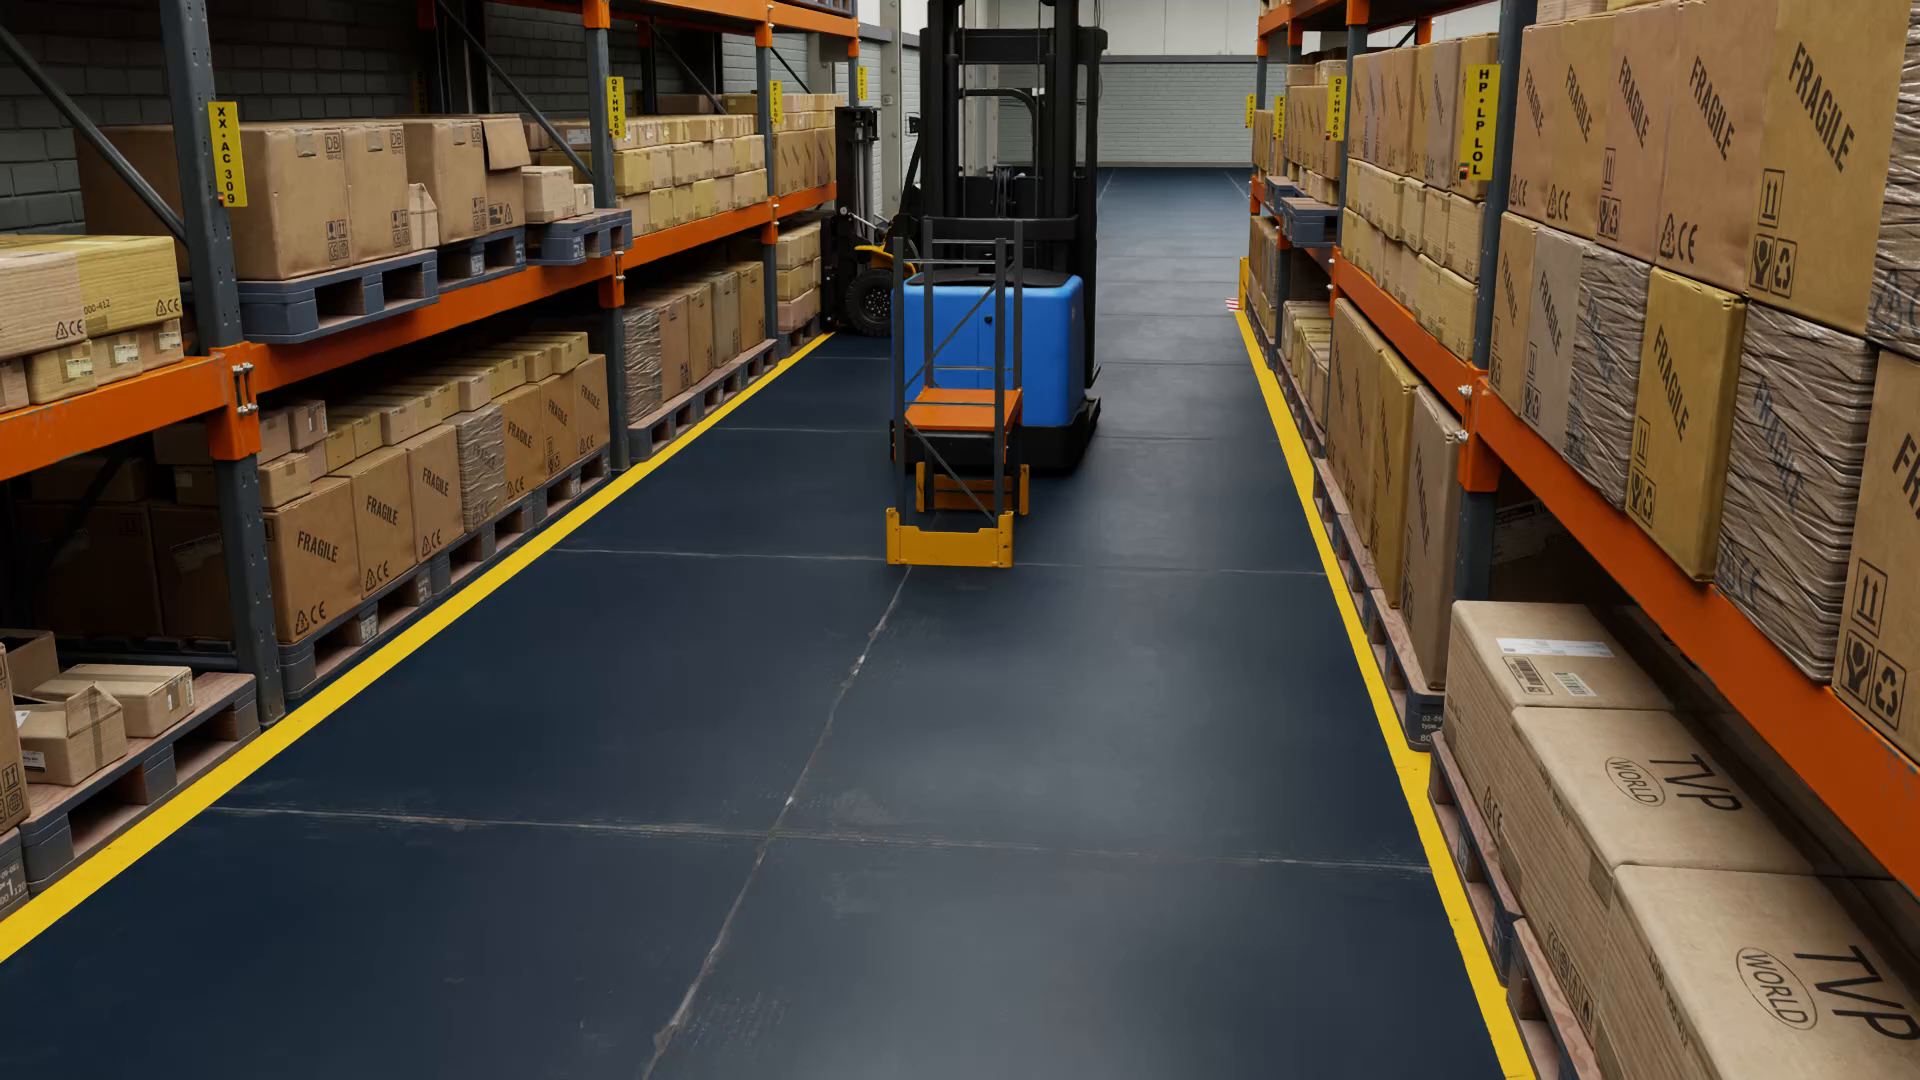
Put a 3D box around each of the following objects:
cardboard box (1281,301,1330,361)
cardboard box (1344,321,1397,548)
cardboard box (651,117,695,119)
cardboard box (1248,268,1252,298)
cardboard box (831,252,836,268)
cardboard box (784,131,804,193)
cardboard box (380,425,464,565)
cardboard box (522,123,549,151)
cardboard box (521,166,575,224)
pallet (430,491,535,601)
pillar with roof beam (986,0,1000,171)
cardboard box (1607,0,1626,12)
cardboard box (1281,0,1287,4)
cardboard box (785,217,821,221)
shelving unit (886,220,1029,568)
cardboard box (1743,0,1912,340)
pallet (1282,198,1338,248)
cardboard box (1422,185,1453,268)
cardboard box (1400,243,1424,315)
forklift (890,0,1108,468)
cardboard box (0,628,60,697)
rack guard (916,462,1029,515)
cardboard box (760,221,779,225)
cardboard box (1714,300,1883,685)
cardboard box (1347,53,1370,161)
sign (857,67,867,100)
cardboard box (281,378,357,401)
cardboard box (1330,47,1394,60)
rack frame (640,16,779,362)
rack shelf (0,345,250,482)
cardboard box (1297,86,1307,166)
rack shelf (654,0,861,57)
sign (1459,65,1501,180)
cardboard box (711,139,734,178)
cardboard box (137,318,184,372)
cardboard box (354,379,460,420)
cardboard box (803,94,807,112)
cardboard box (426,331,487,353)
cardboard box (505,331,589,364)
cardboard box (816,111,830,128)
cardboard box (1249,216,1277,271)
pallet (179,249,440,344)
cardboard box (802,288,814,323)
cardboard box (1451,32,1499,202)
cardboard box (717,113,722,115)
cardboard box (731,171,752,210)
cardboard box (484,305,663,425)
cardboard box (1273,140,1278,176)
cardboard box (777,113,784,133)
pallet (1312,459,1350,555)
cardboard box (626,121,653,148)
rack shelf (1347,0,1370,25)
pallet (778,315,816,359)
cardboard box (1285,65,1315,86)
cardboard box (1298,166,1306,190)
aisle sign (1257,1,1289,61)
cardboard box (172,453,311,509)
[{"bbox_3d":[2.901,-1.552,12.385,0.950,0.372,0.625,2,15,7],"label":"cardboard box"},{"bbox_3d":[2.241,-0.486,7.478,0.875,0.875,0.875,2,15,7],"label":"cardboard box"},{"bbox_3d":[-1.907,-2.833,11.459,0.380,0.149,0.250,2,15,7],"label":"cardboard box"},{"bbox_3d":[3.043,-2.466,15.998,0.500,0.250,0.500,2,15,6],"label":"cardboard box"},{"bbox_3d":[-1.432,-2.524,15.255,0.500,0.250,0.500,2,15,6],"label":"cardboard box"},{"bbox_3d":[-1.623,-3.191,14.023,0.500,0.500,0.500,2,15,7],"label":"cardboard box"},{"bbox_3d":[-2.488,-0.207,7.165,0.500,0.500,0.500,1,15,5],"label":"cardboard box"},{"bbox_3d":[-2.590,-2.314,9.537,0.380,0.149,0.250,2,15,8],"label":"cardboard box"},{"bbox_3d":[-2.224,-1.709,8.218,0.500,0.250,0.500,1,15,4],"label":"cardboard box"},{"bbox_3d":[-2.688,-0.008,7.786,1.003,0.211,1.213,2,15,6],"label":"pallet"},{"bbox_3d":[5.165,-14.333,43.928,9.100,9.000,0.400,2,15,6],"label":"pillar with roof beam"},{"bbox_3d":[1.673,-1.252,3.695,0.380,0.149,0.250,2,15,6],"label":"cardboard box"},{"bbox_3d":[2.821,-4.438,13.563,0.380,0.149,0.250,2,15,8],"label":"cardboard box"},{"bbox_3d":[-1.364,-2.902,15.697,0.500,0.250,0.500,2,15,7],"label":"cardboard box"},{"bbox_3d":[0.009,-0.744,8.039,0.587,1.500,1.083,2,15,6],"label":"shelving unit"},{"bbox_3d":[1.510,-0.569,2.414,0.500,0.500,0.500,2,15,6],"label":"cardboard box"},{"bbox_3d":[2.481,-1.812,9.484,1.213,0.211,1.003,2,15,6],"label":"pallet"},{"bbox_3d":[1.912,-1.099,5.811,0.500,0.250,0.500,2,15,8],"label":"cardboard box"},{"bbox_3d":[1.990,-0.993,6.375,0.500,0.250,0.500,1,15,5],"label":"cardboard box"},{"bbox_3d":[0.337,-2.157,10.524,1.130,2.935,3.031,2,15,9],"label":"forklift"},{"bbox_3d":[-3.187,0.435,5.152,0.500,0.311,0.500,2,15,8],"label":"cardboard box"},{"bbox_3d":[0.065,-0.270,8.680,0.587,0.250,0.087,2,15,6],"label":"rack guard"},{"bbox_3d":[-1.950,-2.784,15.259,0.500,0.250,0.500,1,15,5],"label":"cardboard box"},{"bbox_3d":[1.515,-0.086,2.543,0.500,0.500,0.500,2,15,8],"label":"cardboard box"},{"bbox_3d":[2.208,-2.127,8.174,0.500,0.500,0.500,1,15,4],"label":"cardboard box"},{"bbox_3d":[-0.986,-4.590,16.720,0.100,0.325,0.005,2,15,6],"label":"sign"},{"bbox_3d":[-2.960,-0.639,7.521,0.380,0.149,0.250,1,15,4],"label":"cardboard box"},{"bbox_3d":[3.223,-3.536,12.816,0.700,0.500,0.500,2,15,6],"label":"cardboard box"},{"bbox_3d":[-1.975,-2.899,13.138,1.000,3.000,0.127,2,15,6],"label":"rack frame"},{"bbox_3d":[-3.103,0.042,3.640,1.077,0.370,4.000,2,15,6],"label":"rack shelf"},{"bbox_3d":[2.447,-2.644,10.628,0.500,0.500,0.500,1,15,4],"label":"cardboard box"},{"bbox_3d":[-1.749,-4.519,14.758,1.077,0.370,4.000,2,15,6],"label":"rack shelf"},{"bbox_3d":[1.515,-1.213,4.836,0.100,0.325,0.005,2,15,6],"label":"sign"},{"bbox_3d":[-1.890,-2.667,11.609,0.500,0.250,0.500,2,15,7],"label":"cardboard box"},{"bbox_3d":[-2.662,-0.613,5.164,0.380,0.149,0.250,2,15,7],"label":"cardboard box"},{"bbox_3d":[-2.486,-0.630,7.487,0.380,0.149,0.250,2,15,6],"label":"cardboard box"},{"bbox_3d":[-1.567,-3.880,14.760,0.380,0.149,0.250,2,15,6],"label":"cardboard box"},{"bbox_3d":[-2.795,-1.045,9.021,0.380,0.149,0.250,2,15,9],"label":"cardboard box"},{"bbox_3d":[-2.230,-1.035,8.986,0.380,0.149,0.250,1,15,4],"label":"cardboard box"},{"bbox_3d":[-1.405,-3.866,15.280,0.380,0.149,0.250,2,15,7],"label":"cardboard box"},{"bbox_3d":[3.041,-2.822,15.877,0.500,0.500,0.500,1,15,4],"label":"cardboard box"},{"bbox_3d":[-2.679,-0.936,6.244,1.003,0.211,1.213,2,15,6],"label":"pallet"},{"bbox_3d":[-1.549,-2.023,14.358,0.500,0.250,0.500,1,15,5],"label":"cardboard box"},{"bbox_3d":[1.856,-1.333,5.239,0.500,0.500,0.500,2,15,8],"label":"cardboard box"},{"bbox_3d":[-2.162,-3.486,13.873,0.380,0.149,0.250,2,15,8],"label":"cardboard box"},{"bbox_3d":[-1.823,-2.558,12.162,0.500,0.250,0.500,2,15,6],"label":"cardboard box"},{"bbox_3d":[-2.342,-1.080,10.153,0.875,0.625,0.625,2,15,8],"label":"cardboard box"},{"bbox_3d":[2.812,-3.202,13.496,0.500,0.500,0.500,2,15,8],"label":"cardboard box"},{"bbox_3d":[-1.650,-3.403,13.566,0.380,0.149,0.250,2,15,8],"label":"cardboard box"},{"bbox_3d":[2.342,-0.168,8.380,1.003,0.211,1.213,2,15,6],"label":"pallet"},{"bbox_3d":[-2.065,-2.434,9.982,0.380,0.149,0.250,2,15,8],"label":"cardboard box"},{"bbox_3d":[2.281,-2.299,6.548,1.077,0.370,4.000,2,15,6],"label":"rack shelf"},{"bbox_3d":[-1.843,-1.758,14.260,1.003,0.211,1.213,2,15,6],"label":"pallet"},{"bbox_3d":[2.553,-3.350,11.996,0.380,0.149,0.250,2,15,6],"label":"cardboard box"},{"bbox_3d":[2.407,-2.364,10.836,0.380,0.149,0.250,2,15,8],"label":"cardboard box"},{"bbox_3d":[3.108,-5.072,16.191,0.394,0.787,0.004,2,15,6],"label":"aisle sign"},{"bbox_3d":[-2.573,-0.219,5.966,0.380,0.149,0.250,2,15,9],"label":"cardboard box"}]
